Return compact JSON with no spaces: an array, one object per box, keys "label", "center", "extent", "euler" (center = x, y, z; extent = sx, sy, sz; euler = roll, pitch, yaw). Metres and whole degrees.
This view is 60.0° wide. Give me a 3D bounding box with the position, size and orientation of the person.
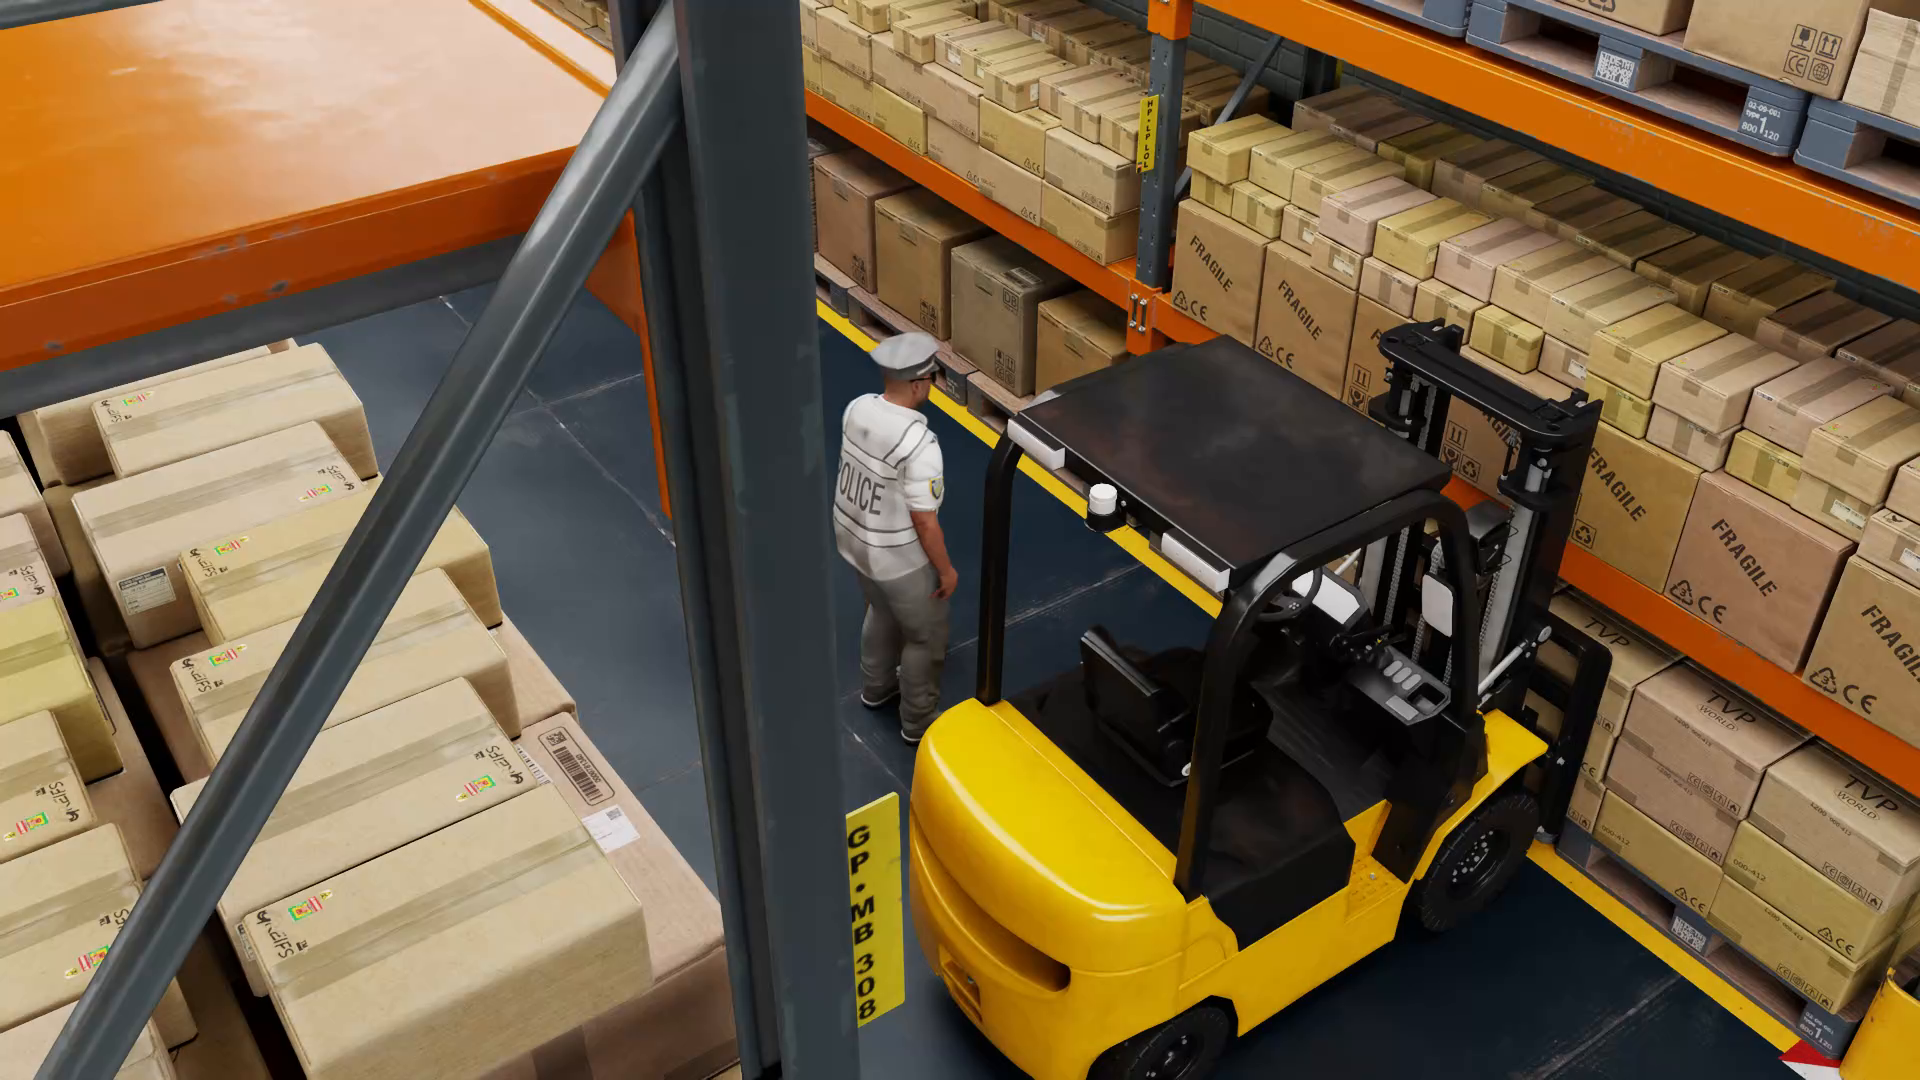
[{"label":"person","center":[-0.253,0.018,6.617],"extent":[0.433,1.748,0.595],"euler":[-24,42,-29]}]
